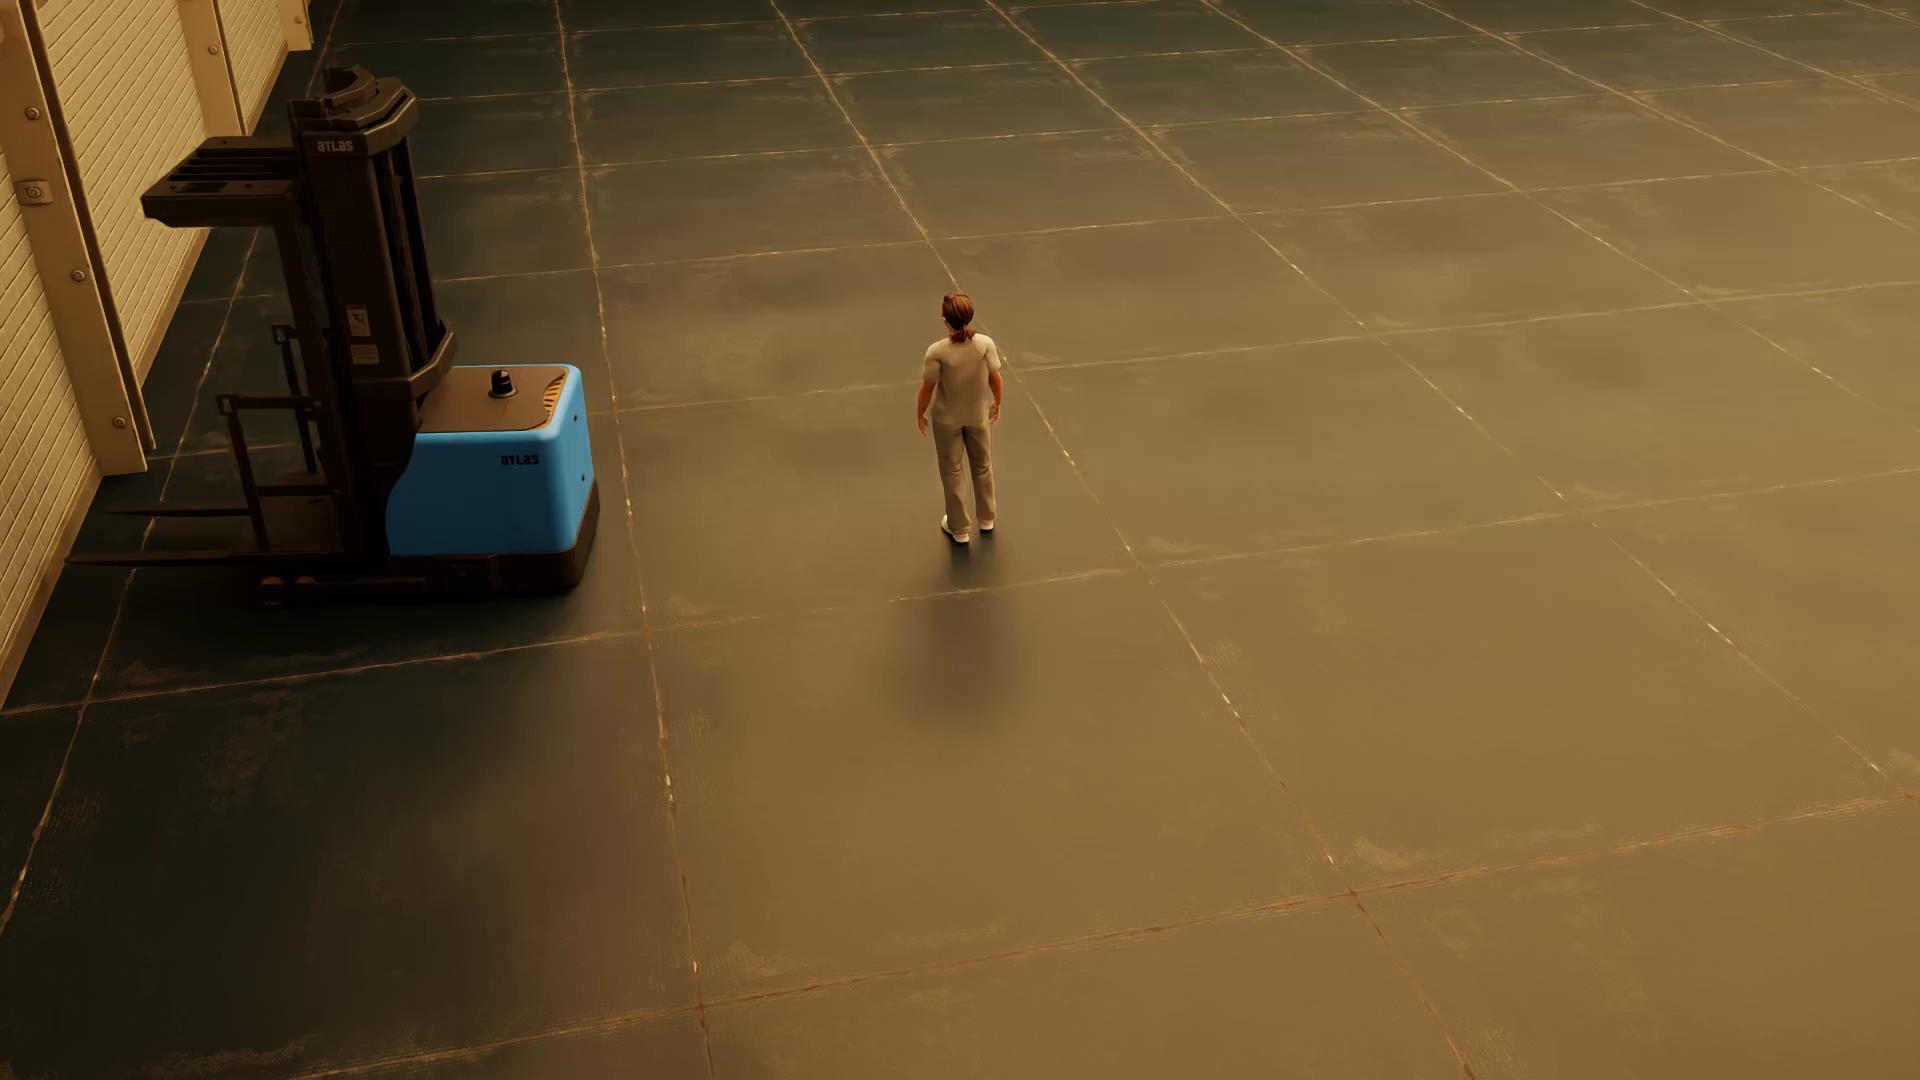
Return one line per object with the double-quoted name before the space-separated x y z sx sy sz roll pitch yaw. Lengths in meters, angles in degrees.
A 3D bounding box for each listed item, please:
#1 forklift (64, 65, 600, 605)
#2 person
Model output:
"forklift" -3.808 -1.154 9.568 3.031 2.935 1.130 -1 30 -2
"person" -0.004 -0.762 10.145 0.549 1.659 0.549 -7 31 -12
